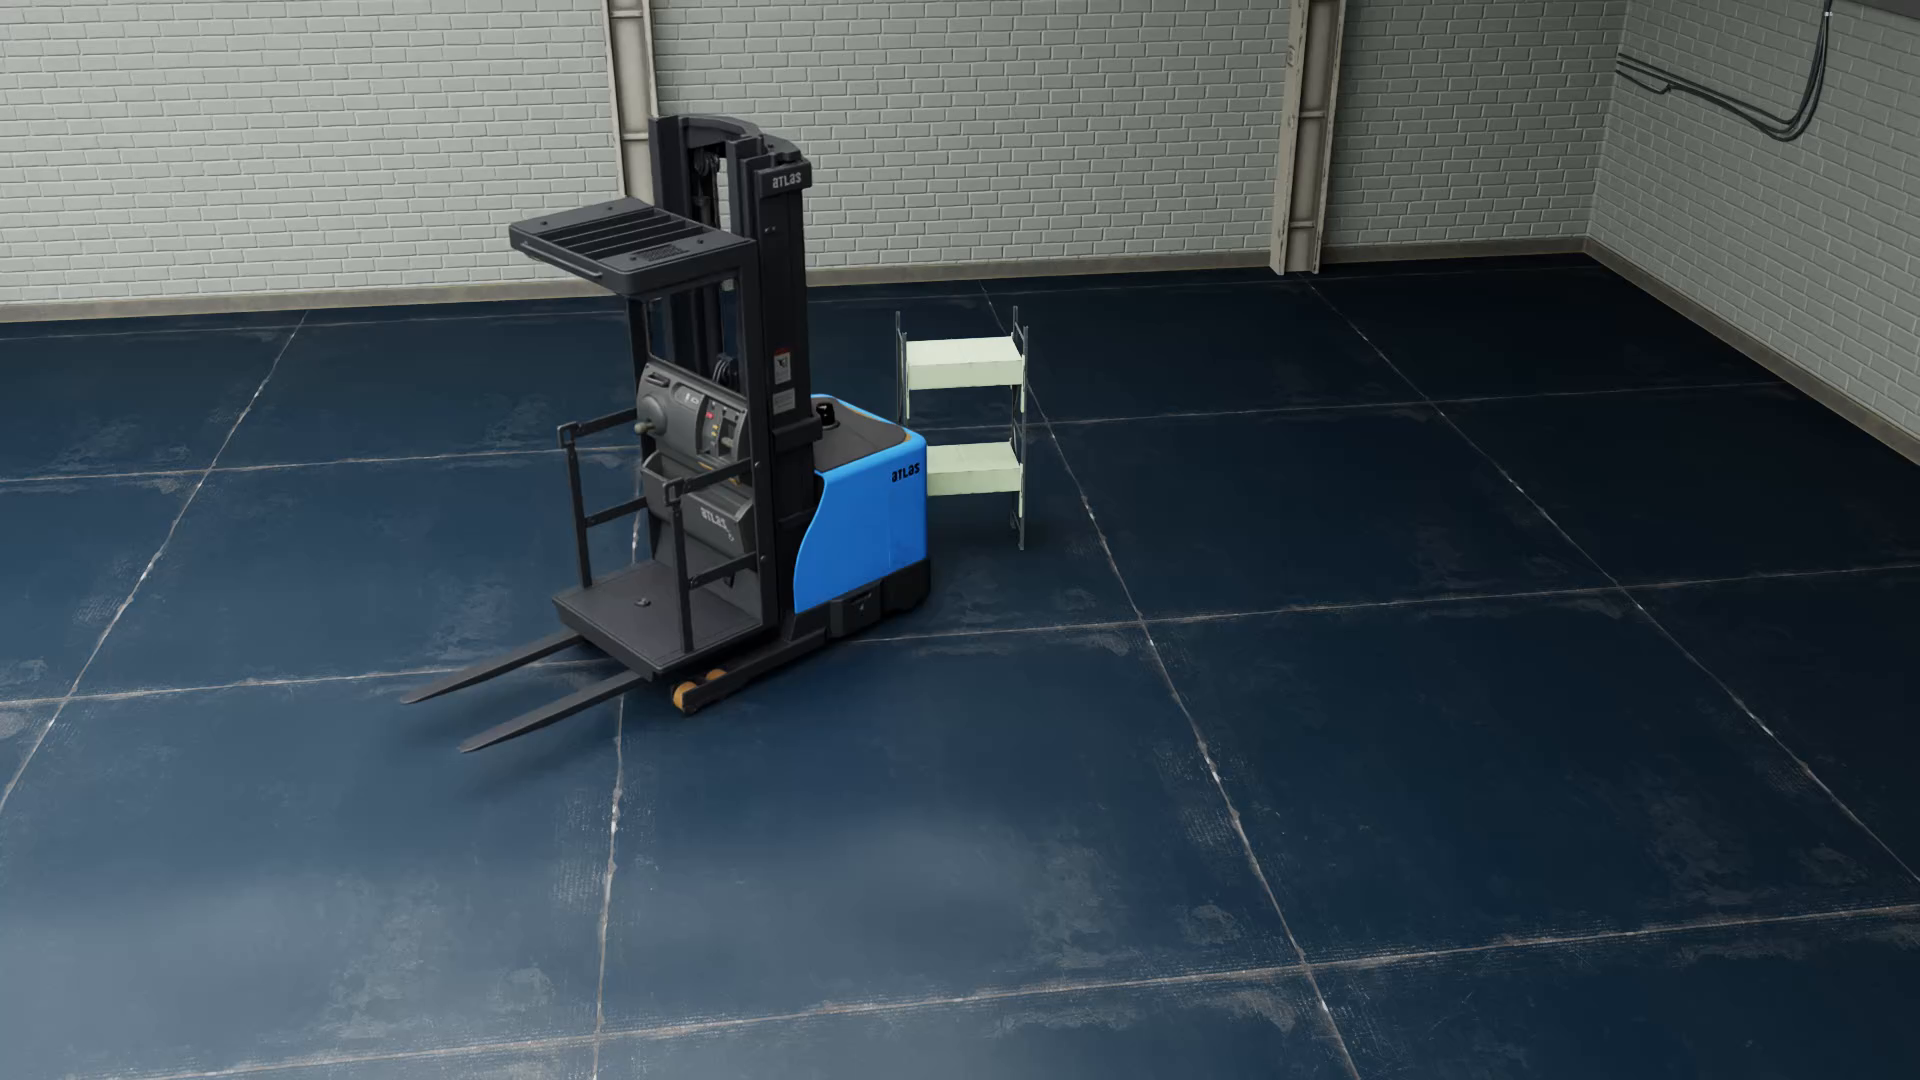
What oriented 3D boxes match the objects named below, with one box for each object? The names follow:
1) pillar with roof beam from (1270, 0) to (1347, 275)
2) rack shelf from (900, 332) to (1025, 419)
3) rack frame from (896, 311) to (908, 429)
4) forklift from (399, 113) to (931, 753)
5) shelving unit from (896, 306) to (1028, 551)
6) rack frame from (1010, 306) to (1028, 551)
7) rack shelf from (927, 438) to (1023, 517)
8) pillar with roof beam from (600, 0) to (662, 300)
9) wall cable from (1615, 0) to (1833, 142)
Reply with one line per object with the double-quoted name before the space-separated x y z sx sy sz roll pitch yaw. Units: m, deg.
"pillar with roof beam" 3.761 -4.624 9.904 0.400 9.000 9.100 -4 27 -7
"rack shelf" 0.007 -1.015 10.230 0.720 0.370 0.431 -4 27 -7
"rack frame" -0.356 -0.644 10.363 0.023 1.500 0.400 -4 27 -7
"forklift" -1.591 -0.640 8.787 3.031 2.935 1.130 -23 35 -38
"shelving unit" 0.007 -0.668 10.408 0.755 1.500 0.431 -4 27 -7
"rack frame" 0.369 -0.691 10.454 0.023 1.500 0.400 -4 27 -7
"rack shelf" 0.007 -0.378 10.557 0.720 0.370 0.431 -4 27 -7
"pillar with roof beam" -2.181 -4.242 9.160 0.400 9.000 9.100 -4 27 -7
"wall cable" 6.263 -4.778 13.606 0.112 2.526 3.097 -4 27 -7
